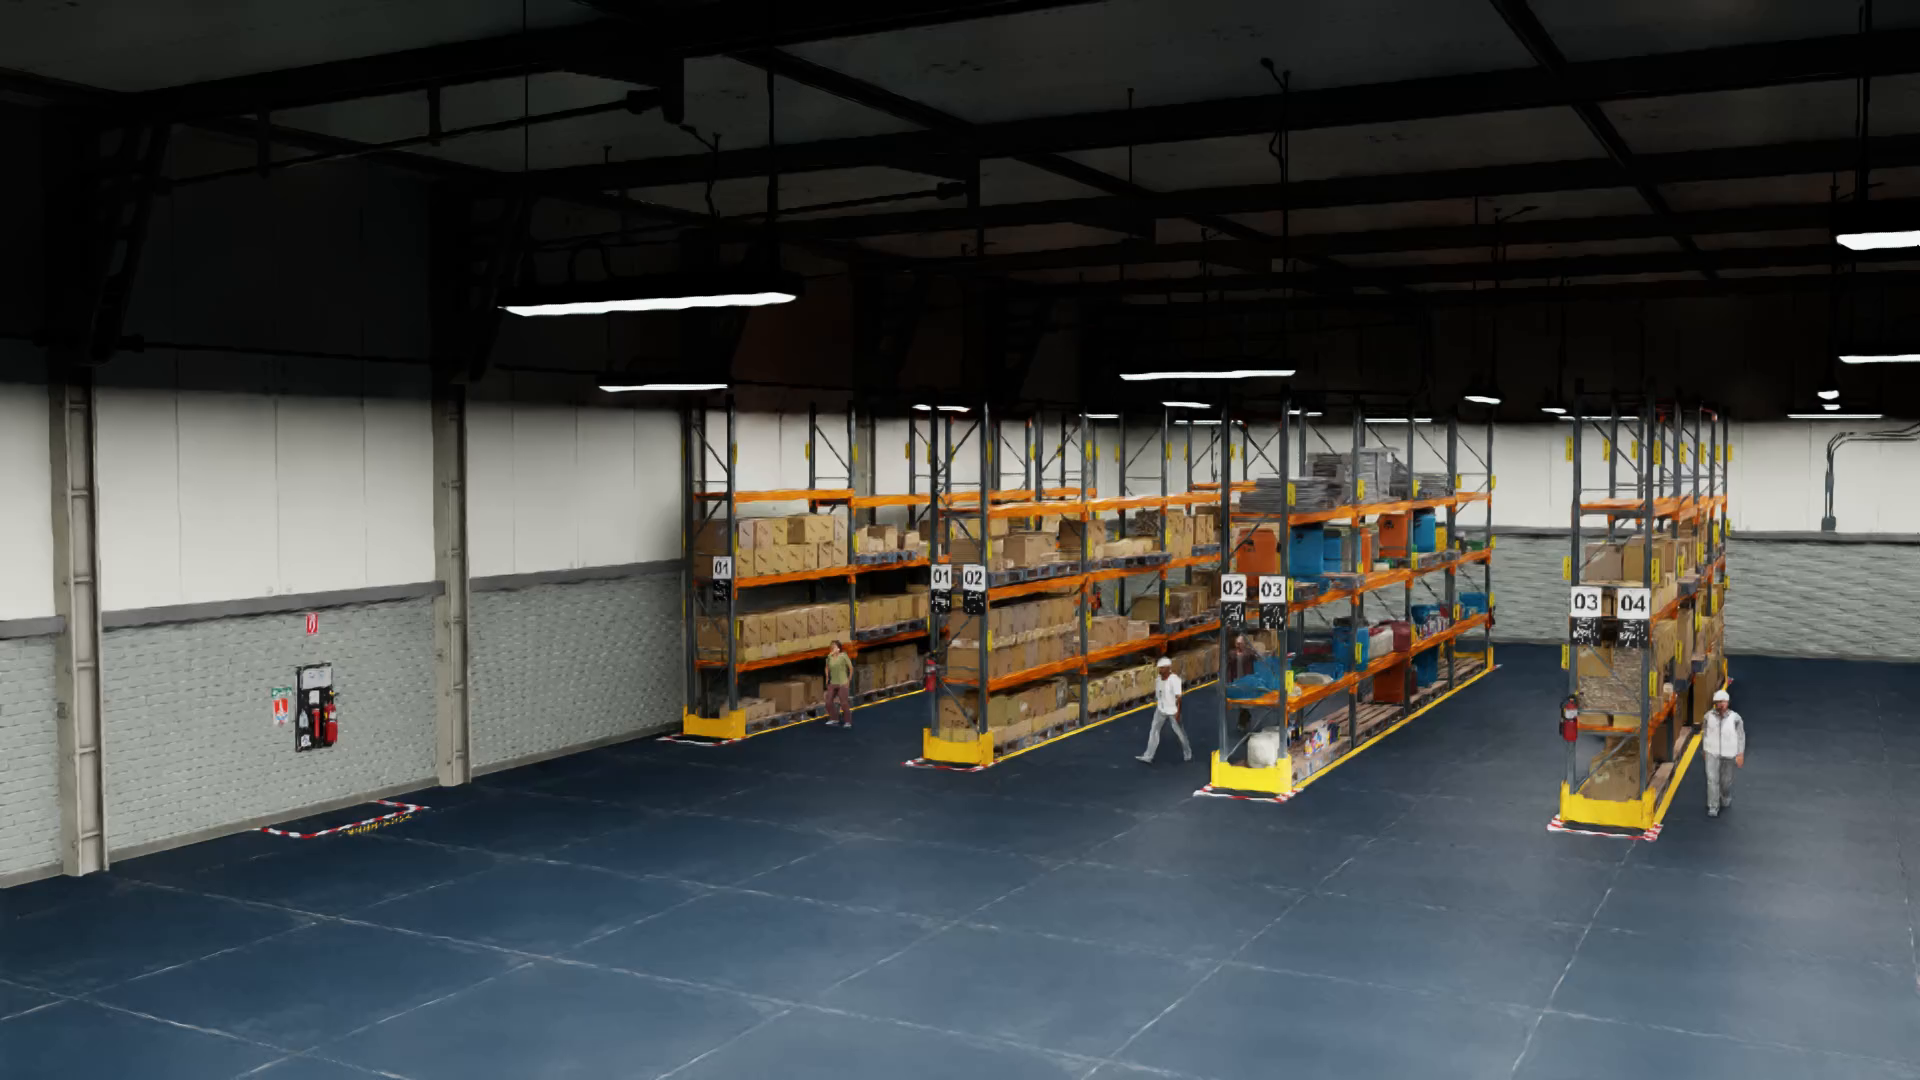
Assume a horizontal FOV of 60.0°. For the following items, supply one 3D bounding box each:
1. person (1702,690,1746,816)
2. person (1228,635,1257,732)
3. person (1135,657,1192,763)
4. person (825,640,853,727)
[{"bbox_3d":[10.563,2.928,23.017,0.553,1.725,1.030,1,3,26],"label":"person"},{"bbox_3d":[5.063,2.557,29.967,0.598,1.698,1.193,2,3,30],"label":"person"},{"bbox_3d":[3.330,2.734,26.806,0.957,1.721,0.622,-2,4,-38],"label":"person"},{"bbox_3d":[-2.204,2.606,30.273,0.598,1.619,0.507,1,3,26],"label":"person"}]
